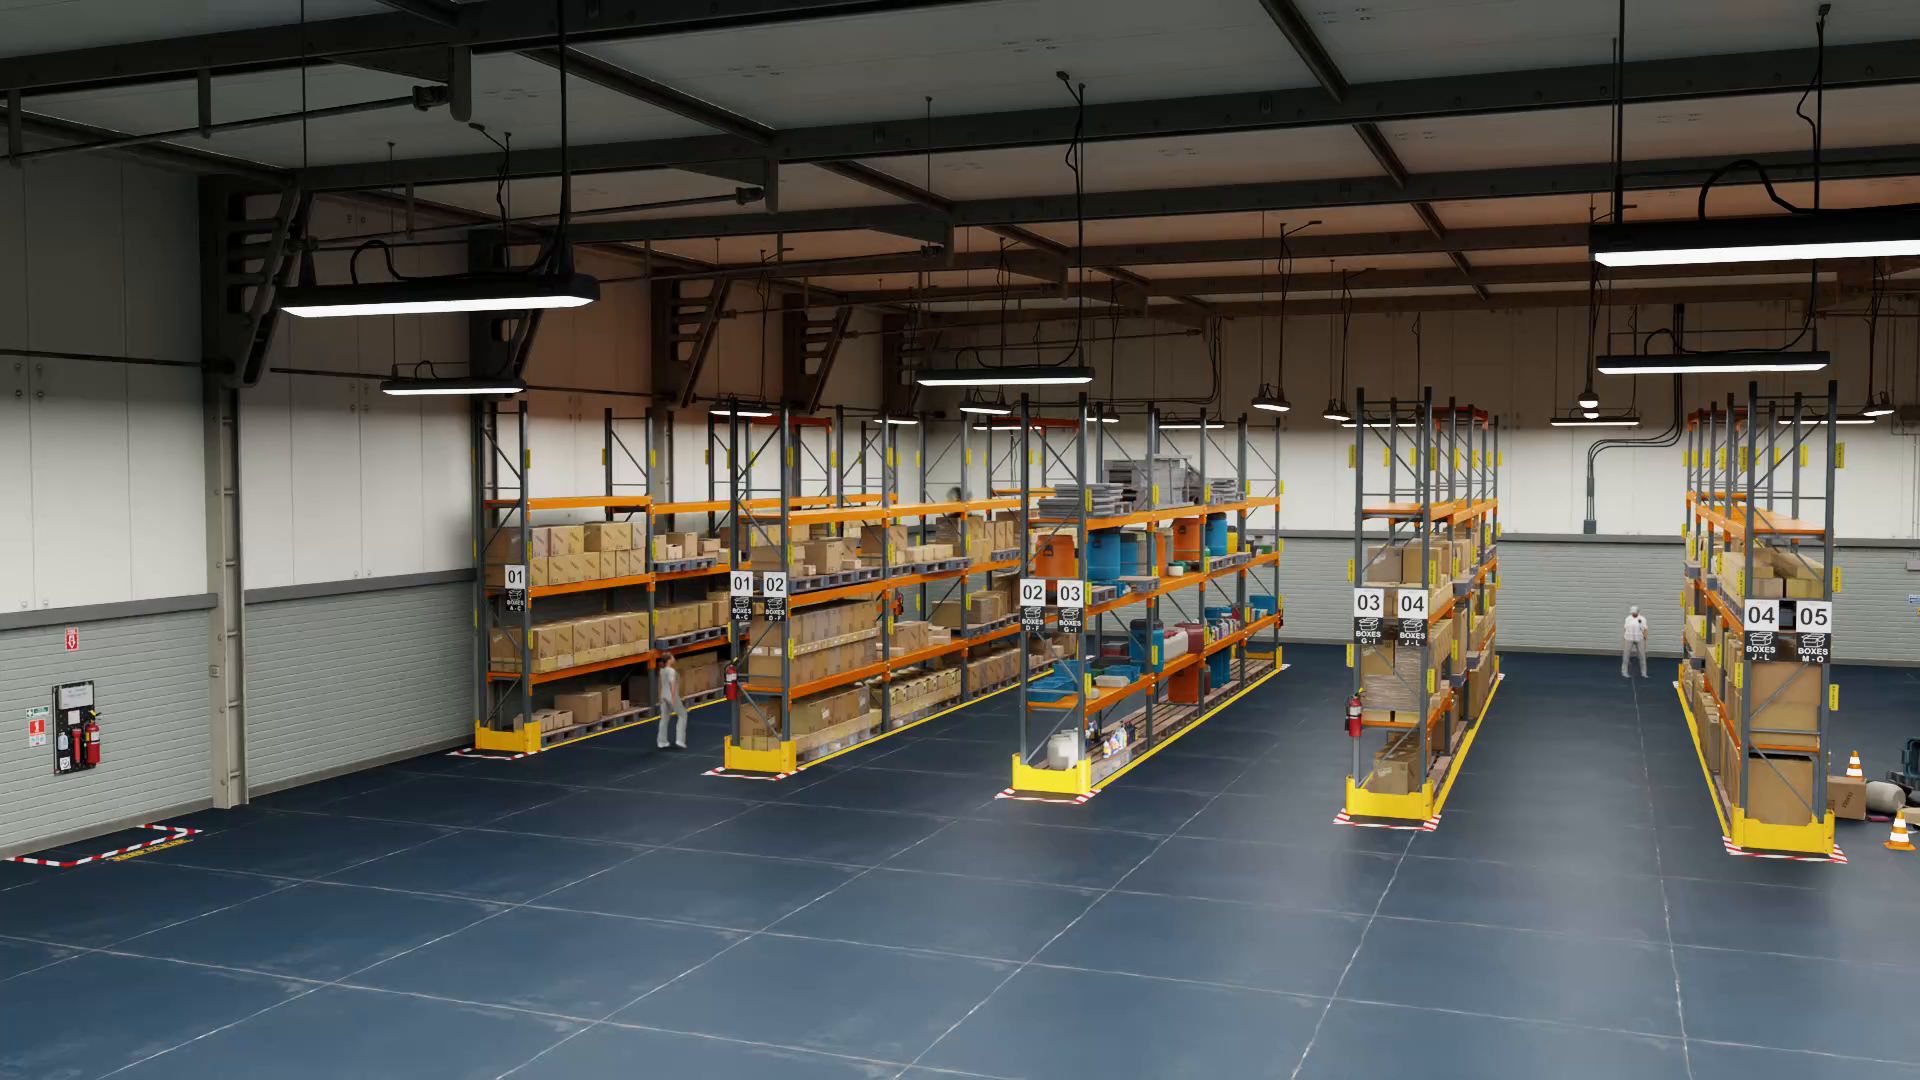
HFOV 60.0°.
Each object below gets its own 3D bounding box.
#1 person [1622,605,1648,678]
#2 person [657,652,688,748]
[{"bbox_3d":[15.492,2.324,38.168,0.549,1.660,0.426,1,3,23],"label":"person"},{"bbox_3d":[-5.000,2.786,28.811,0.452,1.725,0.565,3,4,44],"label":"person"}]
